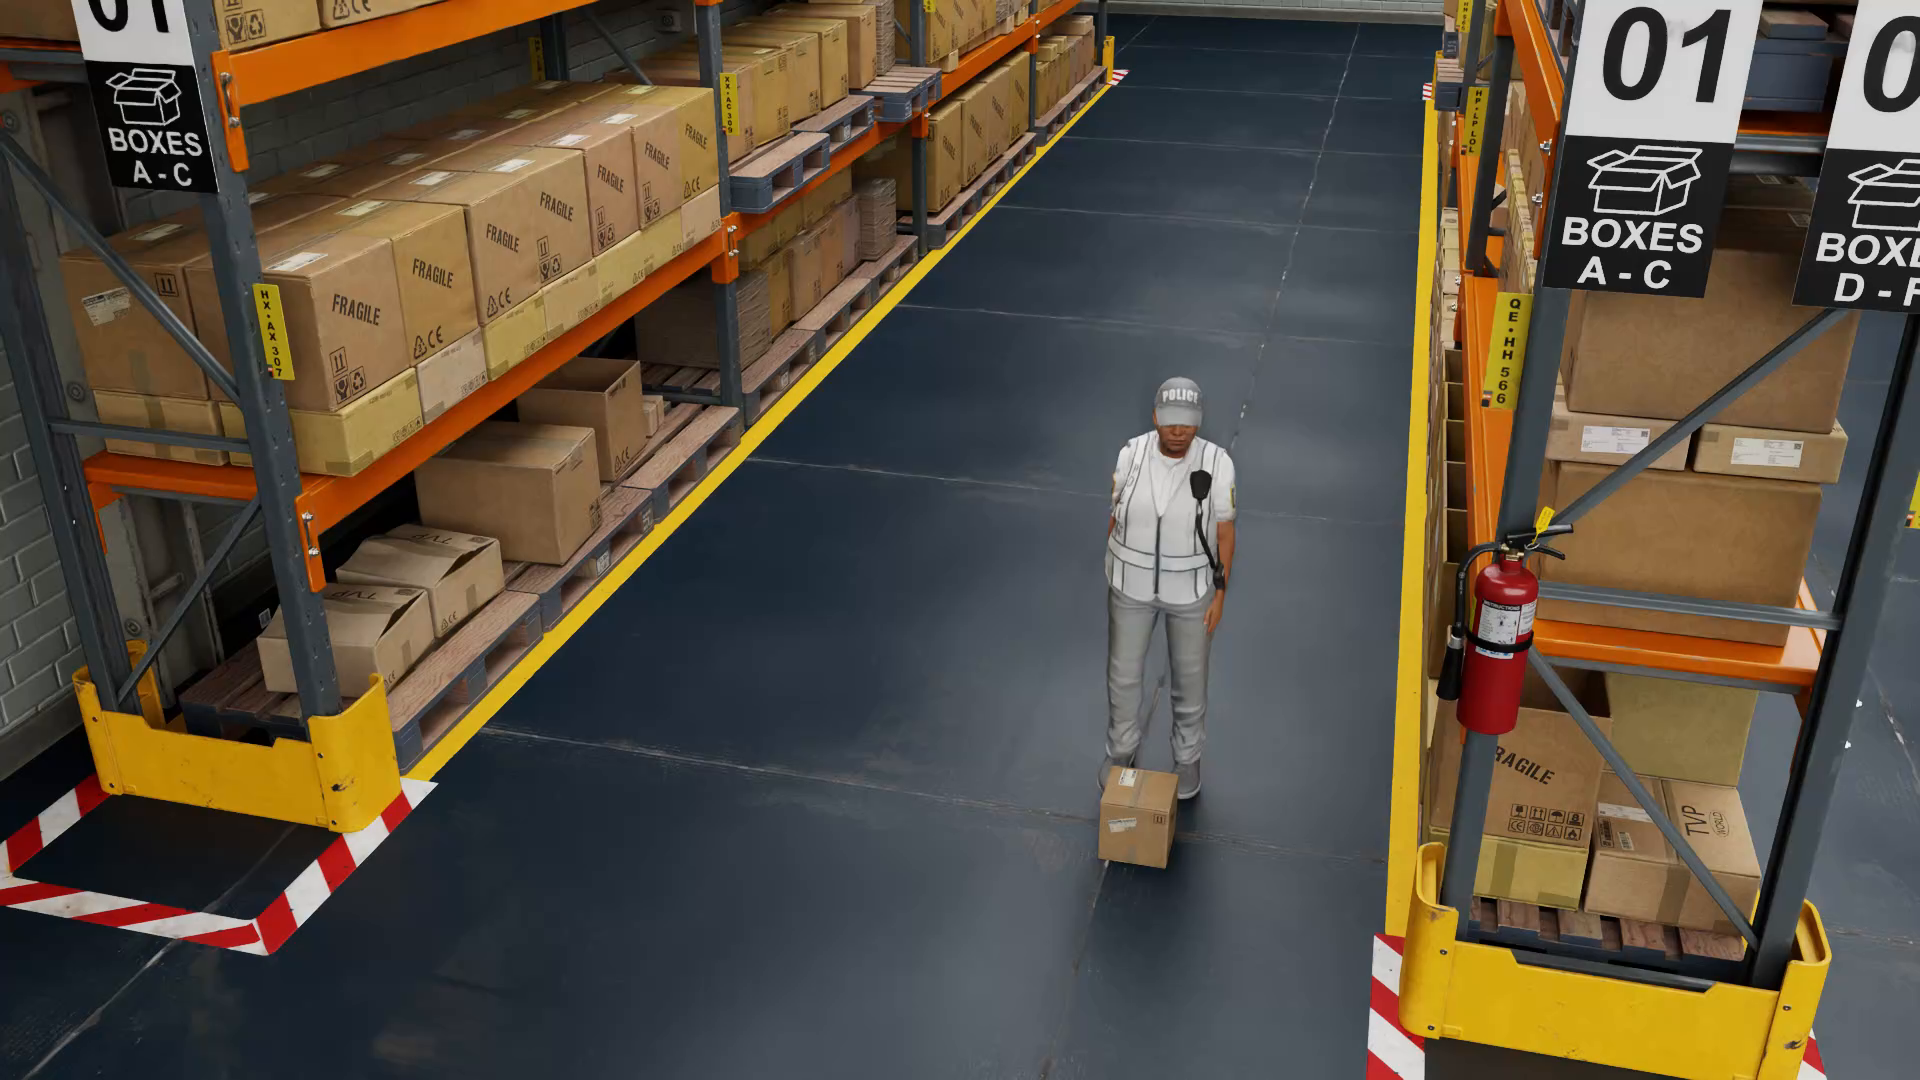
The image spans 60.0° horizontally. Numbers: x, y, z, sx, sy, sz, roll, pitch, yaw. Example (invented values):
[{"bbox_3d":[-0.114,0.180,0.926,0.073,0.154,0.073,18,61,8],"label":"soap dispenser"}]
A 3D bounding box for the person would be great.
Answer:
[{"bbox_3d":[0.774,0.192,6.217,0.469,1.671,0.392,6,26,13],"label":"person"}]
